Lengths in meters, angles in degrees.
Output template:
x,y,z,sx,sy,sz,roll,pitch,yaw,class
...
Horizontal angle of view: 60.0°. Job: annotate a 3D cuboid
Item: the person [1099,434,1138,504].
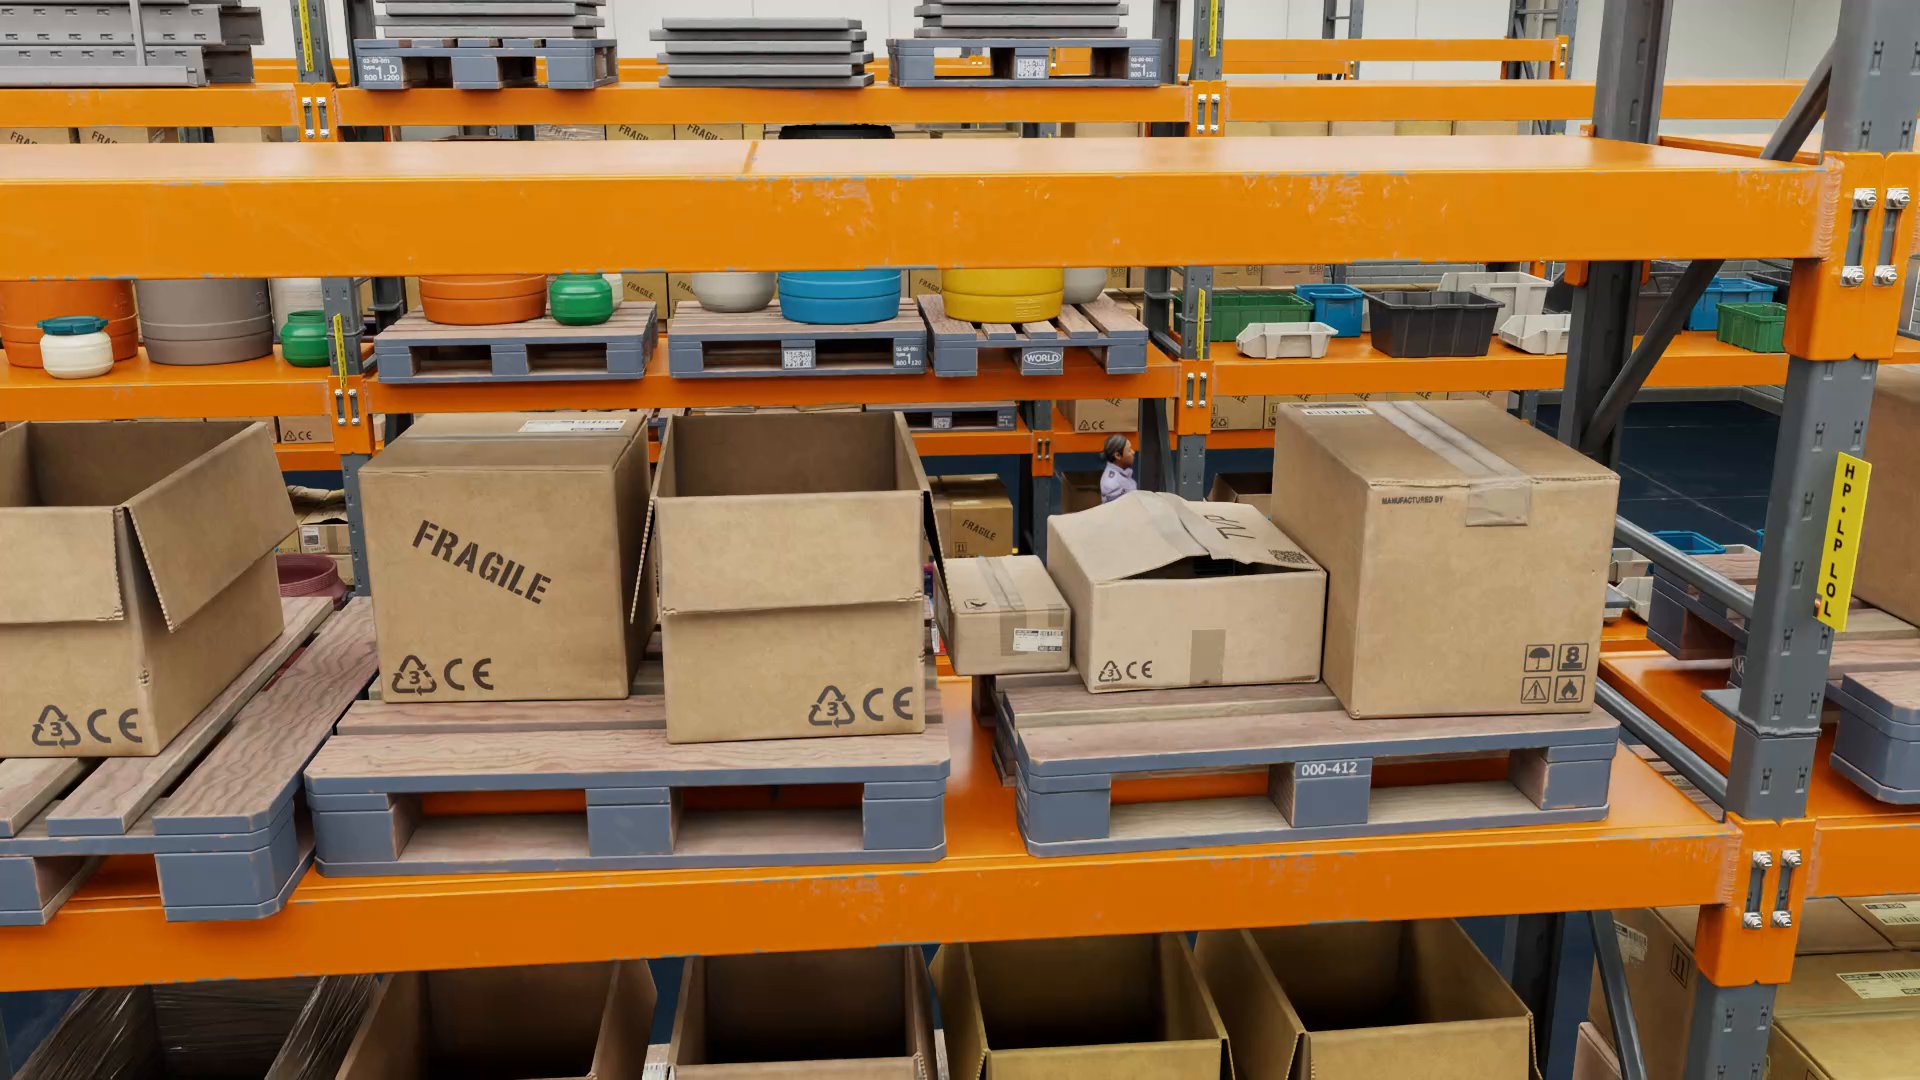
x,y,z,sx,sy,sz,roll,pitch,yaw,class
1.091,0.042,11.855,0.654,1.627,0.481,4,17,13,person
